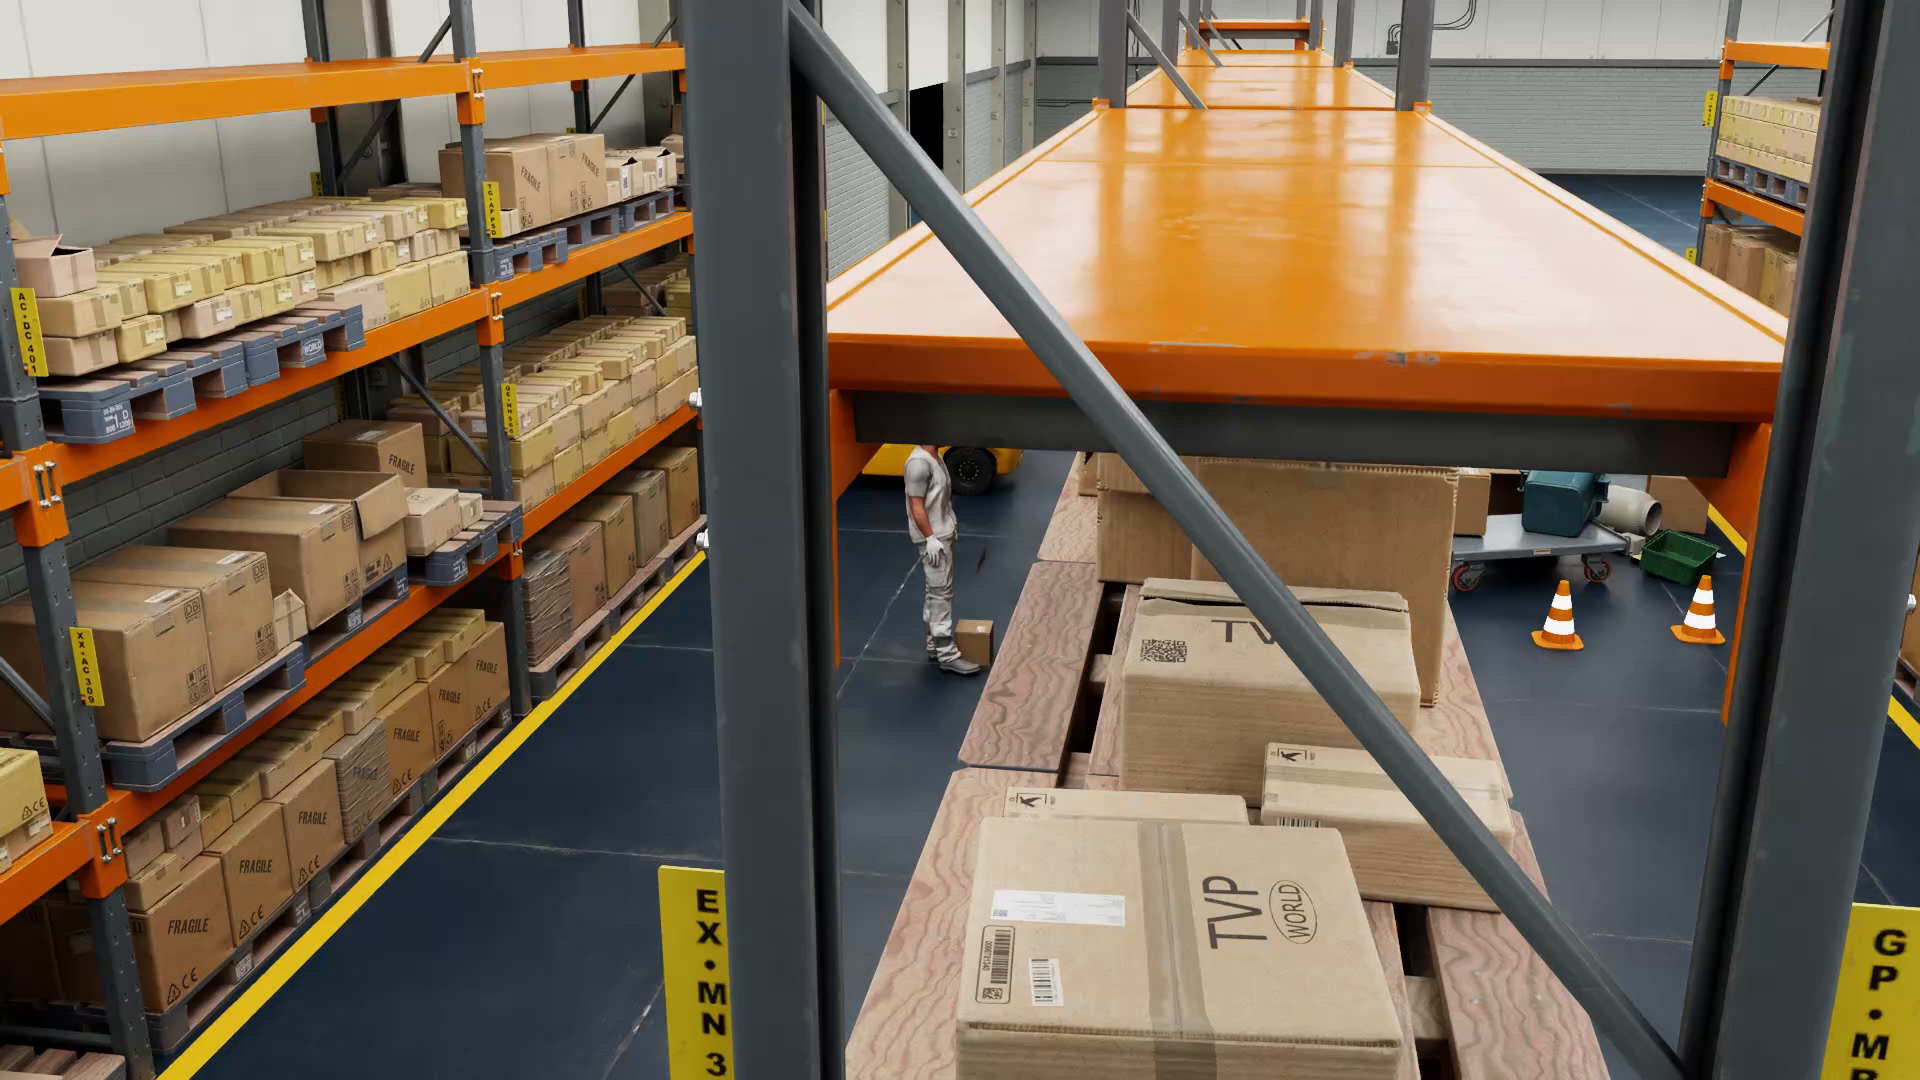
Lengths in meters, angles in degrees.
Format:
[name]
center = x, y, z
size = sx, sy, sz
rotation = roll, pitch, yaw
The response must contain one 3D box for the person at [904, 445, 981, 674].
[person]
center = -0.094, -0.013, 11.524
size = 0.562, 1.789, 0.638
rotation = 3, 18, 9
